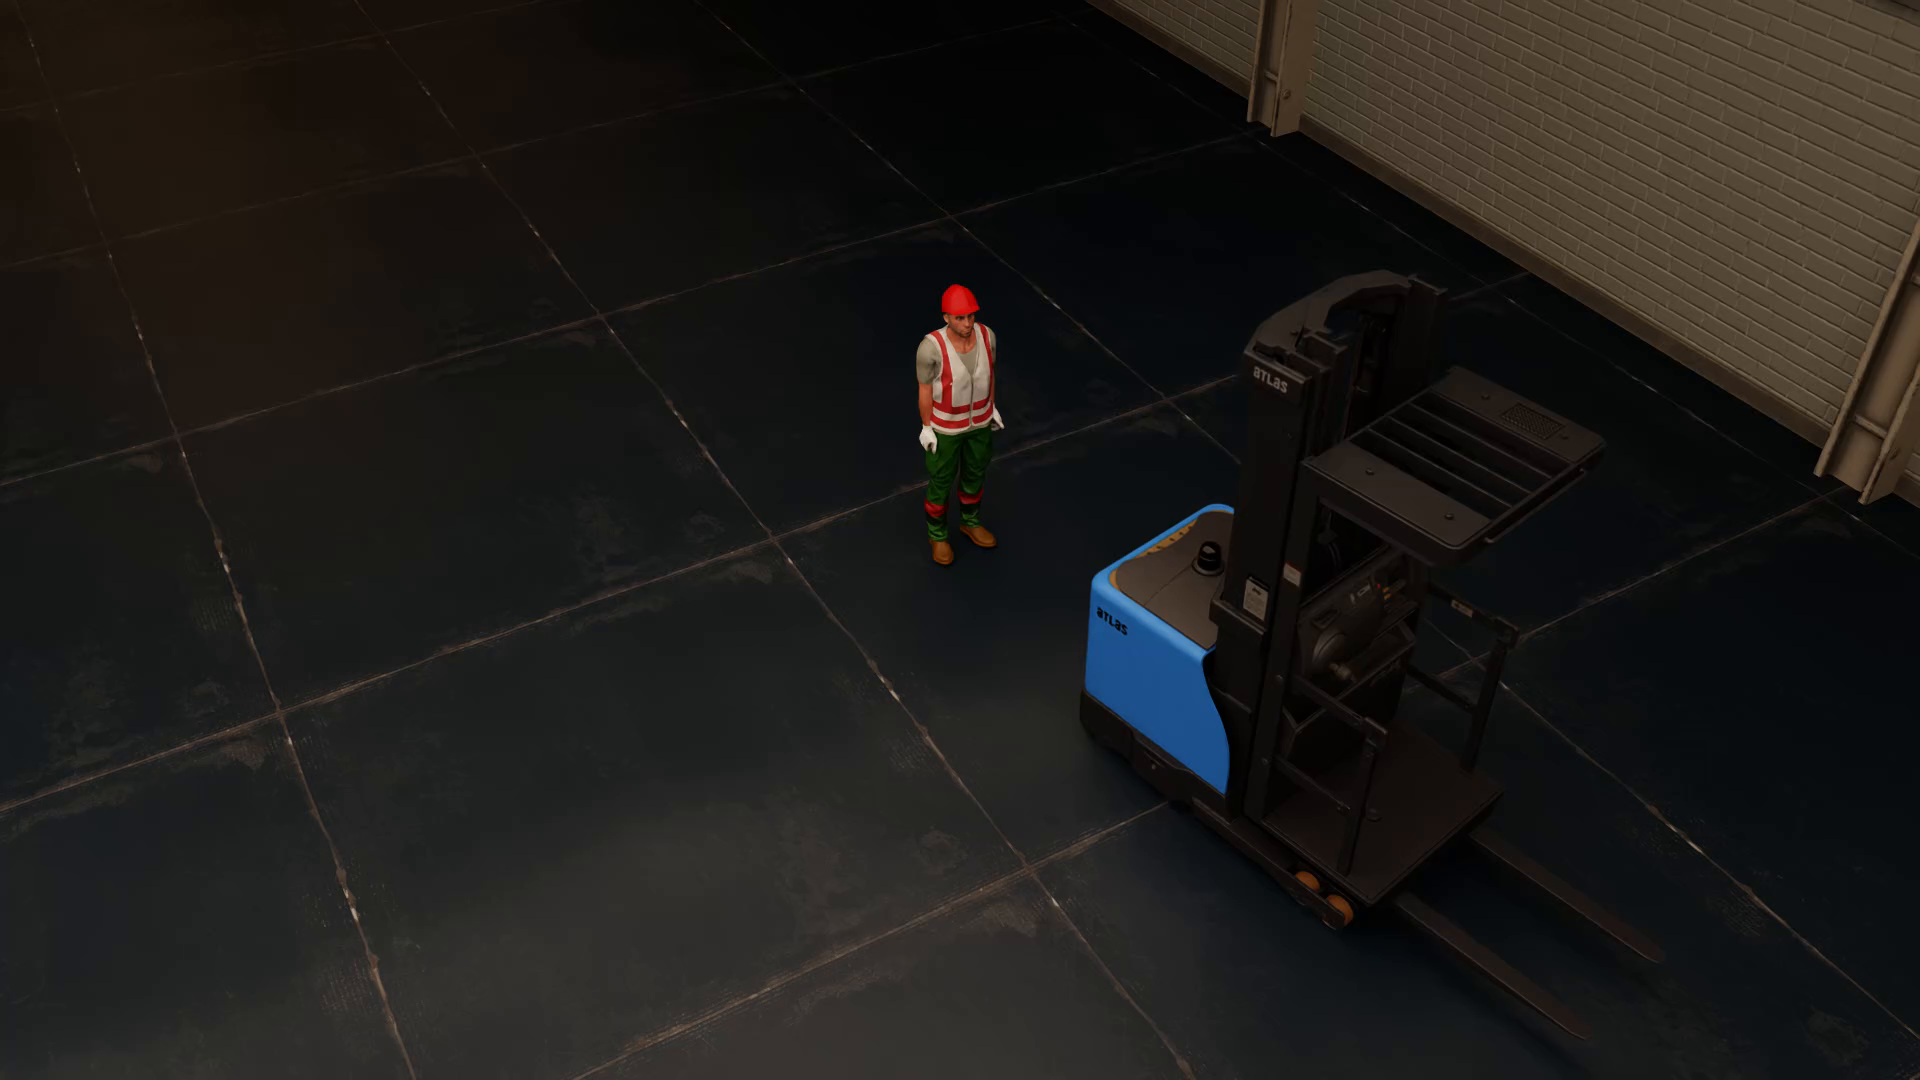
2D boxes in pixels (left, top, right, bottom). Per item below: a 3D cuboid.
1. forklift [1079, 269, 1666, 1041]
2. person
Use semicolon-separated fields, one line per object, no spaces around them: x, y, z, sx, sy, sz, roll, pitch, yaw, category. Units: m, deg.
2.004;0.385;7.572;1.130;2.935;3.031;-30;48;-31;forklift
0.015;-0.686;9.758;0.536;1.795;0.369;-20;44;-23;person
